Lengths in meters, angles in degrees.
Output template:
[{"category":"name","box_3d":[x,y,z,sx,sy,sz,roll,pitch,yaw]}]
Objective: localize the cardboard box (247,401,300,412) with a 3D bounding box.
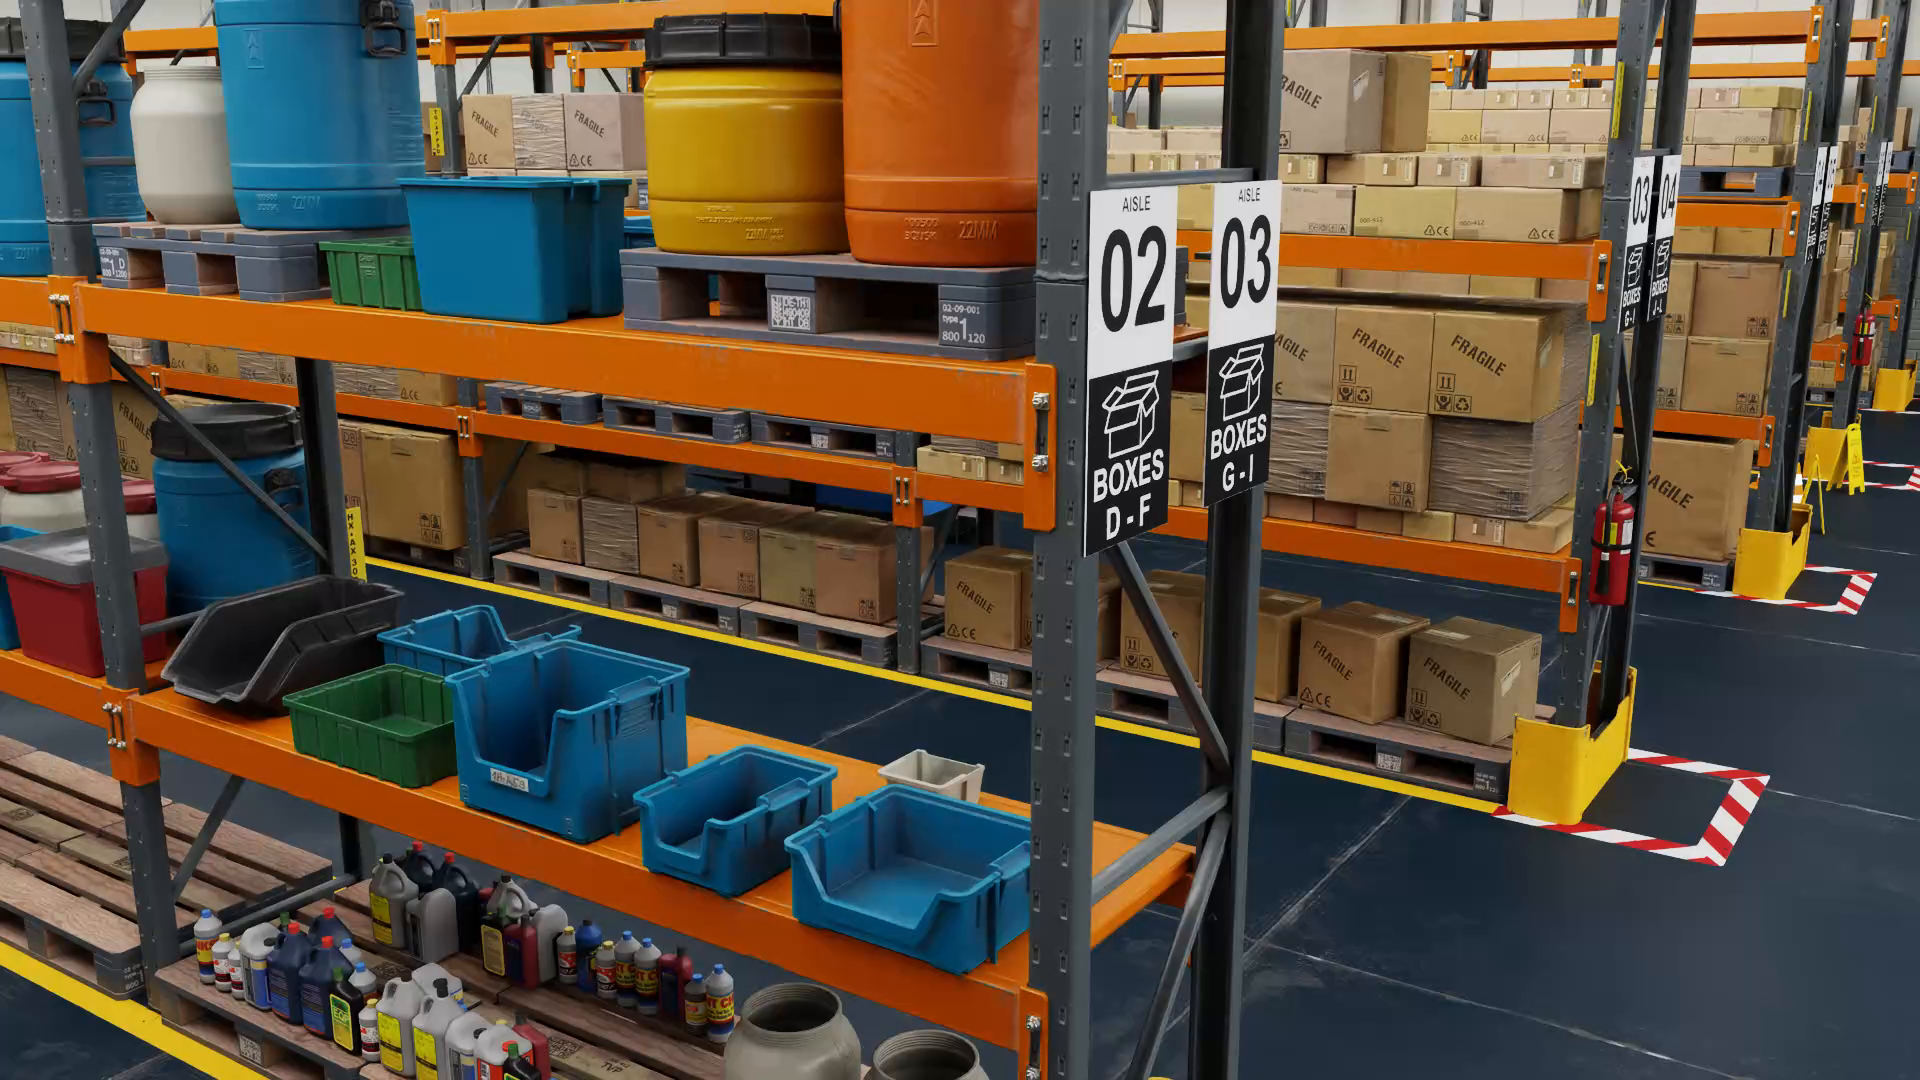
[{"category":"cardboard box","box_3d":[-5.419,-0.759,14.194,0.875,0.875,1.225,9,16,31]}]

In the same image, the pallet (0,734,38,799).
[{"category":"pallet","box_3d":[-5.527,1.201,8.530,1.213,0.211,1.003,9,17,33]}]

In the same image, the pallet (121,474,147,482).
[{"category":"pallet","box_3d":[-7.290,-0.552,15.613,1.213,0.211,1.003,9,17,33]}]

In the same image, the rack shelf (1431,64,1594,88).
[{"category":"rack shelf","box_3d":[6.574,-6.318,22.948,4.000,0.370,1.077,9,17,33]}]

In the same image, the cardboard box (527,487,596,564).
[{"category":"cardboard box","box_3d":[-2.817,-0.166,12.536,0.500,0.500,0.700,8,16,30]}]

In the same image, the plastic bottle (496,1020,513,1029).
[{"category":"plastic bottle","box_3d":[-1.533,1.710,5.582,0.097,0.201,0.097,0,14,0]}]

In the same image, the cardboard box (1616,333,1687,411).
[{"category":"cardboard box","box_3d":[5.305,-1.337,12.669,0.550,0.550,0.875,9,17,33]}]

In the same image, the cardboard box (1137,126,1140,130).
[{"category":"cardboard box","box_3d":[2.706,-6.198,25.199,0.250,0.149,0.380,9,17,33]}]

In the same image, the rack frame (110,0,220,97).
[{"category":"rack frame","box_3d":[-6.703,-4.700,14.082,0.127,3.000,1.000,9,17,33]}]

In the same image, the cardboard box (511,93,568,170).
[{"category":"cardboard box","box_3d":[-2.718,-2.816,11.464,0.500,0.500,0.500,9,17,33]}]

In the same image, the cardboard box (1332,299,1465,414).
[{"category":"cardboard box","box_3d":[2.242,-0.947,8.499,0.500,0.500,0.500,9,17,33]}]

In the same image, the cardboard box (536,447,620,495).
[{"category":"cardboard box","box_3d":[-2.811,-0.532,12.454,0.500,0.250,0.500,10,17,35]}]

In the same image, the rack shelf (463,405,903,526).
[{"category":"rack shelf","box_3d":[-1.724,-0.634,11.639,4.000,0.370,1.077,9,17,33]}]

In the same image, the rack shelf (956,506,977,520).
[{"category":"rack shelf","box_3d":[0.113,-0.218,13.717,0.200,0.077,0.258,8,16,29]}]

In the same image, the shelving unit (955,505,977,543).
[{"category":"shelving unit","box_3d":[5.757,-2.367,16.739,6.616,3.194,11.832,8,16,29]}]

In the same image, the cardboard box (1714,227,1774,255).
[{"category":"cardboard box","box_3d":[7.824,-2.927,16.497,0.500,0.500,0.700,9,17,33]}]

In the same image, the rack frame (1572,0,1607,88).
[{"category":"rack frame","box_3d":[8.233,-6.593,21.730,0.127,3.000,1.000,9,17,33]}]

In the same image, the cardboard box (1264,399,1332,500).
[{"category":"cardboard box","box_3d":[1.941,-0.569,9.054,0.500,0.500,0.875,9,17,33]}]

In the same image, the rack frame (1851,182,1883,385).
[{"category":"rack frame","box_3d":[8.787,-2.155,16.286,0.053,2.616,0.949,9,17,33]}]

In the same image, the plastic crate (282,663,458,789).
[{"category":"plastic crate","box_3d":[-1.860,0.614,5.542,0.662,0.188,0.450,9,17,33]}]

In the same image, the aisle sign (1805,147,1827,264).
[{"category":"aisle sign","box_3d":[5.998,-2.346,11.650,0.004,0.787,0.394,9,17,33]}]

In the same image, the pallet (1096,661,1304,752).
[{"category":"pallet","box_3d":[1.529,0.885,9.808,1.213,0.211,1.003,9,17,33]}]

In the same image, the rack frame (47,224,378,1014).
[{"category":"rack frame","box_3d":[-2.829,0.273,6.479,0.127,3.000,1.000,9,17,33]}]

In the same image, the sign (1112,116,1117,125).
[{"category":"sign","box_3d":[1.831,-4.863,19.743,0.005,0.325,0.100,9,17,33]}]

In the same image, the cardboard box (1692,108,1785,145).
[{"category":"cardboard box","box_3d":[5.545,-2.944,11.841,0.500,0.250,0.500,9,17,34]}]

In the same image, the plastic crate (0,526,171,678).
[{"category":"plastic crate","box_3d":[-3.401,0.238,6.487,0.583,0.464,0.402,9,17,33]}]

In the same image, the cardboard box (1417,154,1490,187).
[{"category":"cardboard box","box_3d":[2.411,-1.803,8.106,0.250,0.149,0.380,8,16,30]}]

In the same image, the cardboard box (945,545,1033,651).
[{"category":"cardboard box","box_3d":[0.245,0.356,10.470,0.500,0.500,0.500,9,16,31]}]

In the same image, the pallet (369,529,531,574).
[{"category":"pallet","box_3d":[-3.996,-0.018,13.459,1.213,0.211,1.003,9,17,33]}]

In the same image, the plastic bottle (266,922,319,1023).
[{"category":"plastic bottle","box_3d":[-2.391,1.536,5.973,0.185,0.351,0.144,10,17,34]}]

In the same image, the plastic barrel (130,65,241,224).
[{"category":"plastic barrel","box_3d":[-2.581,-1.345,5.663,0.421,0.512,0.421,0,14,0]}]

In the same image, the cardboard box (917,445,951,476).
[{"category":"cardboard box","box_3d":[-0.054,-0.504,10.140,0.250,0.149,0.380,9,17,33]}]

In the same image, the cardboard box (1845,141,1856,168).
[{"category":"cardboard box","box_3d":[8.517,-3.803,16.393,0.500,0.250,0.500,9,16,32]}]

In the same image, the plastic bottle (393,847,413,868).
[{"category":"plastic bottle","box_3d":[-2.245,1.376,6.758,0.133,0.283,0.061,10,17,36]}]

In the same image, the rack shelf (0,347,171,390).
[{"category":"rack shelf","box_3d":[-8.362,-1.707,15.973,4.000,0.370,1.077,9,17,33]}]

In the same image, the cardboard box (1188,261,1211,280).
[{"category":"cardboard box","box_3d":[2.372,-2.290,14.541,0.500,0.500,0.700,9,16,32]}]

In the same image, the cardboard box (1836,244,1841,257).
[{"category":"cardboard box","box_3d":[10.699,-3.574,20.460,0.250,0.149,0.380,10,17,34]}]

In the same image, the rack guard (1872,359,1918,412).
[{"category":"rack guard","box_3d":[11.572,-1.928,20.571,0.348,0.500,1.175,9,17,33]}]

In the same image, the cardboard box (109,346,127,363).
[{"category":"cardboard box","box_3d":[-7.353,-1.676,14.874,0.250,0.149,0.380,10,17,34]}]

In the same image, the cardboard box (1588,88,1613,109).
[{"category":"cardboard box","box_3d":[4.796,-3.241,12.213,0.250,0.149,0.380,9,17,33]}]

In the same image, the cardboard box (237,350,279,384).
[{"category":"cardboard box","box_3d":[-5.628,-1.590,13.797,0.500,0.500,0.500,9,16,32]}]

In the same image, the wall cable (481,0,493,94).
[{"category":"wall cable","box_3d":[-7.360,-8.637,29.909,0.133,3.039,2.988,9,17,33]}]

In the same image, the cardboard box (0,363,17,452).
[{"category":"cardboard box","box_3d":[-9.446,-1.427,16.892,0.875,0.875,0.875,9,17,33]}]

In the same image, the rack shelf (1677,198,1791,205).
[{"category":"rack shelf","box_3d":[4.447,-2.624,13.028,3.809,0.124,0.919,9,17,33]}]

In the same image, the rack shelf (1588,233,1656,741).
[{"category":"rack shelf","box_3d":[-6.094,-0.258,8.621,15.935,2.616,10.844,9,17,33]}]

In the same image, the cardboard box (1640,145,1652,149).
[{"category":"cardboard box","box_3d":[5.010,-2.820,12.170,0.250,0.149,0.380,9,17,33]}]

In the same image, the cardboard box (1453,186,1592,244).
[{"category":"cardboard box","box_3d":[2.713,-1.576,8.016,0.500,0.250,0.500,10,17,34]}]

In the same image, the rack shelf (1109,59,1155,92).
[{"category":"rack shelf","box_3d":[0.488,-5.864,21.115,4.000,0.370,1.077,9,17,33]}]

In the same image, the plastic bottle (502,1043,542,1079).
[{"category":"plastic bottle","box_3d":[-1.385,1.743,5.276,0.133,0.283,0.061,10,17,34]}]

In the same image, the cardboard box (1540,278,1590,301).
[{"category":"cardboard box","box_3d":[4.924,-1.966,12.963,0.550,0.550,0.875,9,17,33]}]

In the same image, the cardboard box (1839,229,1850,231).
[{"category":"cardboard box","box_3d":[10.968,-3.814,20.813,0.250,0.149,0.380,10,17,34]}]

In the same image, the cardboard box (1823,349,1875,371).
[{"category":"cardboard box","box_3d":[10.974,-2.259,20.516,0.500,0.250,0.500,9,16,32]}]

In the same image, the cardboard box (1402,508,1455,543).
[{"category":"cardboard box","box_3d":[2.460,-0.110,8.550,0.250,0.149,0.380,9,17,33]}]

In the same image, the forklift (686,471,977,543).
[{"category":"forklift","box_3d":[-3.562,-0.929,11.478,4.193,2.935,8.118,8,16,29]}]

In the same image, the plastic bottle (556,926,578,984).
[{"category":"plastic bottle","box_3d":[-1.460,1.548,6.234,0.097,0.201,0.097,0,14,0]}]

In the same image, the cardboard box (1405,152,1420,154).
[{"category":"cardboard box","box_3d":[2.330,-1.986,8.843,0.250,0.149,0.380,9,17,33]}]

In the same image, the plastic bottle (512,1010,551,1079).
[{"category":"plastic bottle","box_3d":[-1.413,1.695,5.472,0.133,0.283,0.061,9,17,33]}]

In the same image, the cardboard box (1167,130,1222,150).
[{"category":"cardboard box","box_3d":[2.112,-3.389,14.258,0.500,0.250,0.500,9,17,33]}]
